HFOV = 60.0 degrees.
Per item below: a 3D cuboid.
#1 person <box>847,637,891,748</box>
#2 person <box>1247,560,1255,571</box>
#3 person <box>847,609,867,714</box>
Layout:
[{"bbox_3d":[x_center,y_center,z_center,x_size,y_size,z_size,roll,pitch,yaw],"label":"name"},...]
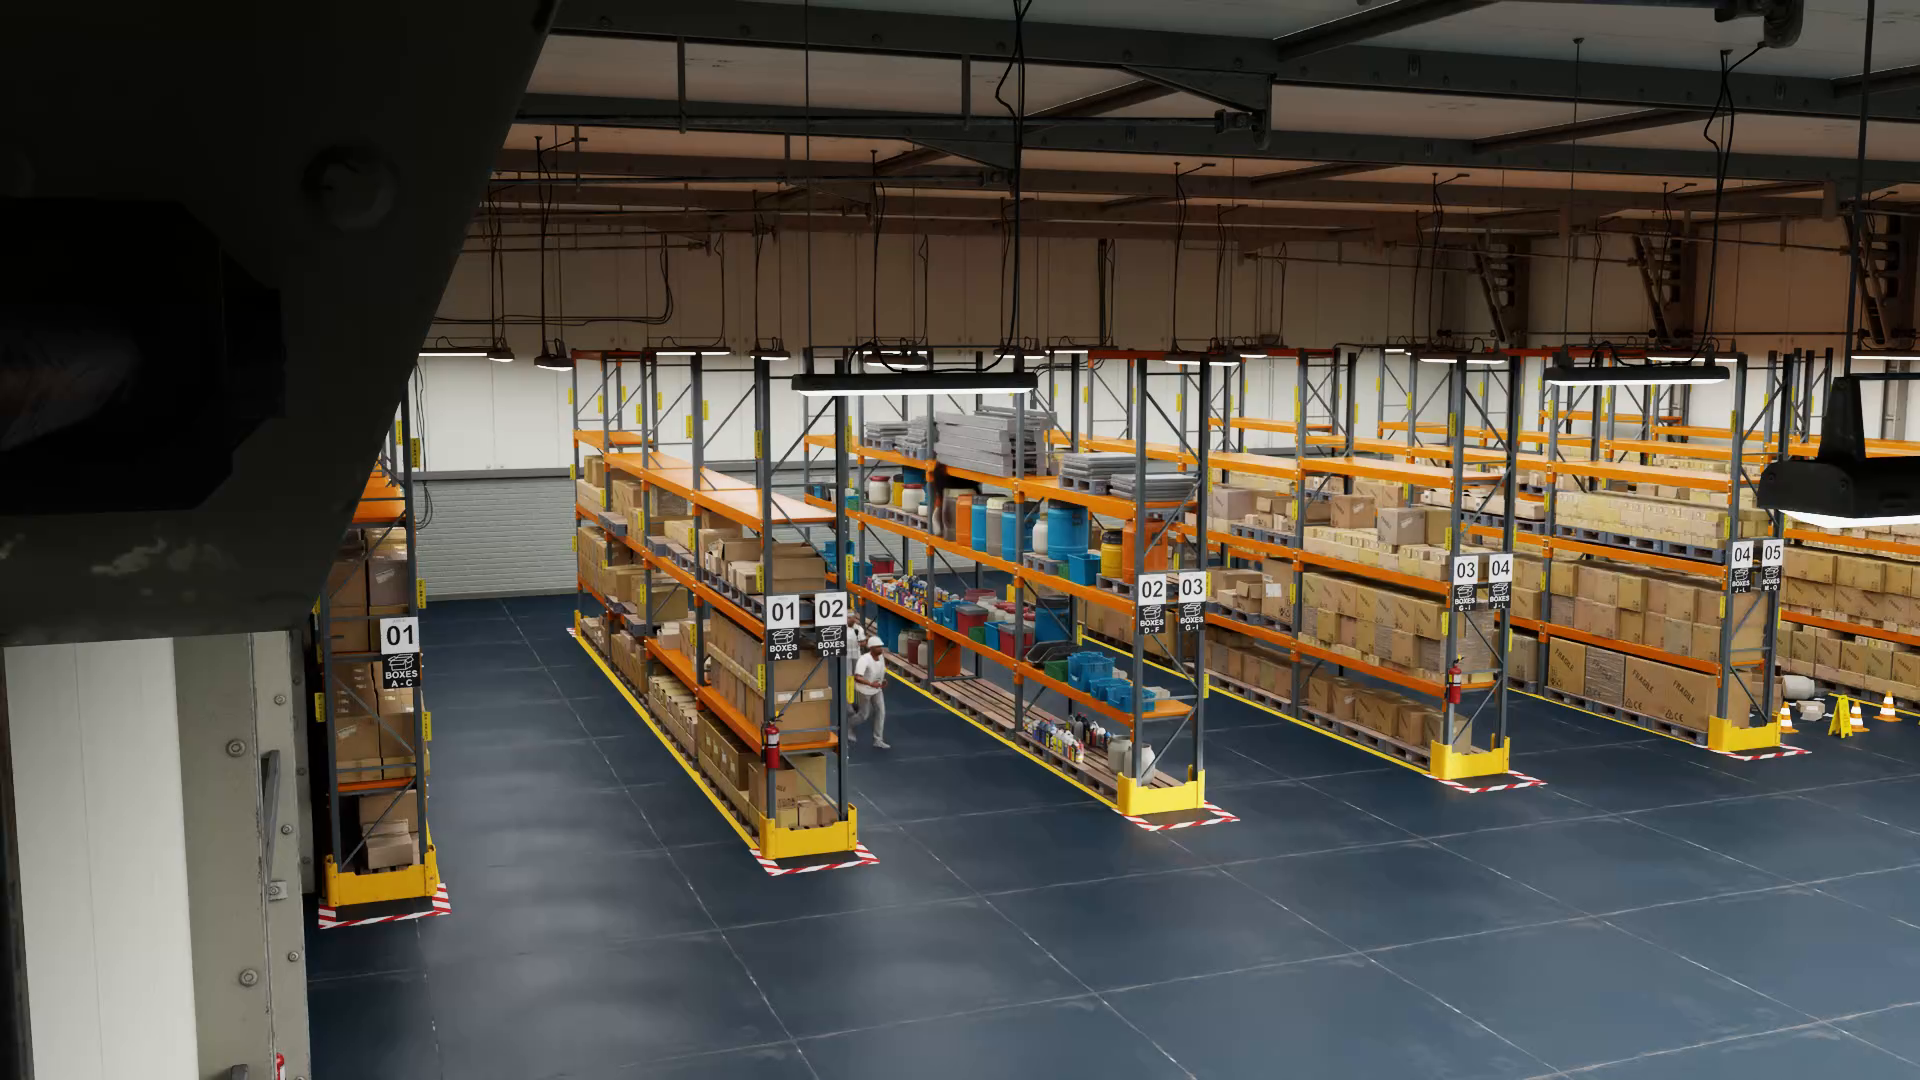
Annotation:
[{"bbox_3d":[-1.441,2.311,25.507,0.908,1.730,0.702,6,9,41],"label":"person"},{"bbox_3d":[7.664,0.214,42.359,0.855,1.775,0.660,-5,9,-35],"label":"person"},{"bbox_3d":[-1.852,2.009,28.004,0.580,1.739,0.740,-2,7,-15],"label":"person"}]
